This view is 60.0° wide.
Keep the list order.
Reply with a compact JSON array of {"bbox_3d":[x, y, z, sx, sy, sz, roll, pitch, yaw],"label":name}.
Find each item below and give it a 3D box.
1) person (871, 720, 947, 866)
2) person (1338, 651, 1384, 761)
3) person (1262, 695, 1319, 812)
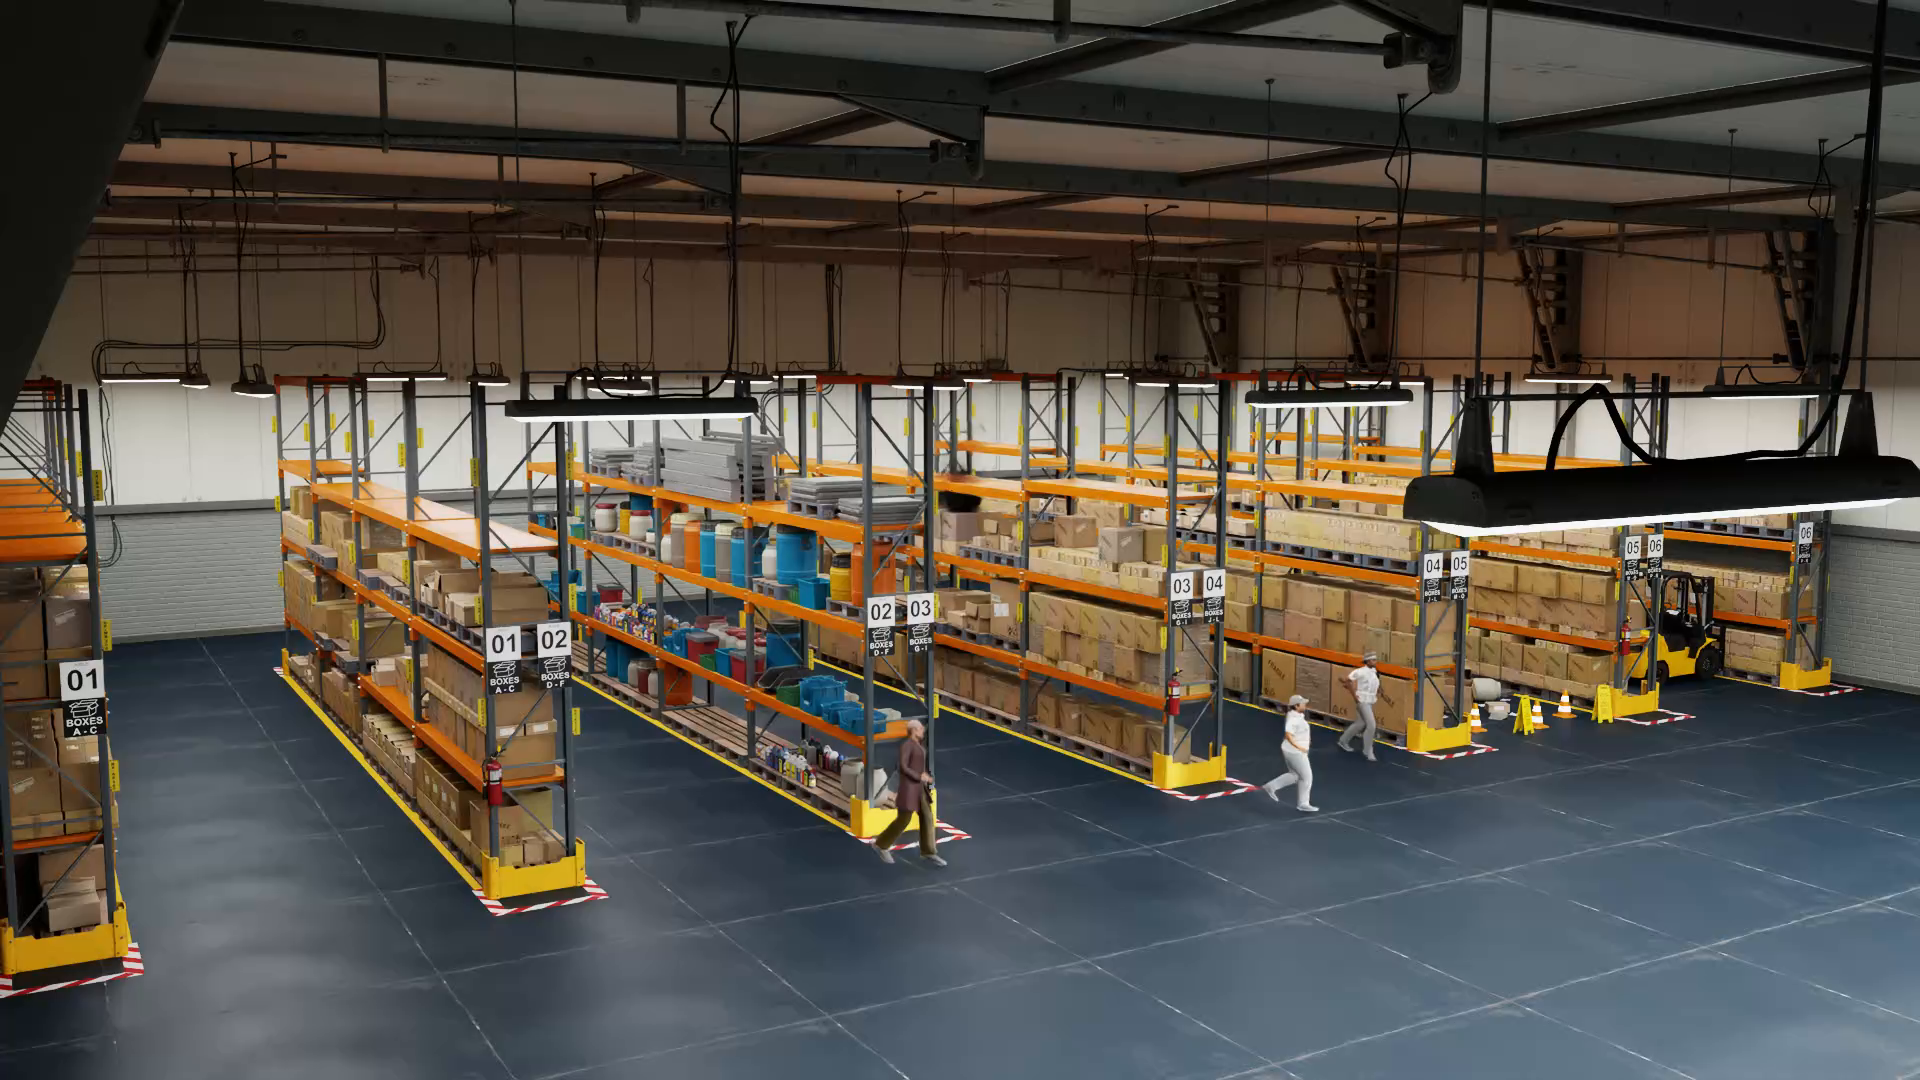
[{"bbox_3d":[-0.567,3.153,20.927,0.936,1.778,0.773,2,7,17],"label":"person"},{"bbox_3d":[6.428,2.621,26.537,0.776,1.736,0.574,6,8,41],"label":"person"},{"bbox_3d":[4.637,2.973,23.250,0.777,1.649,0.624,1,6,7],"label":"person"}]
